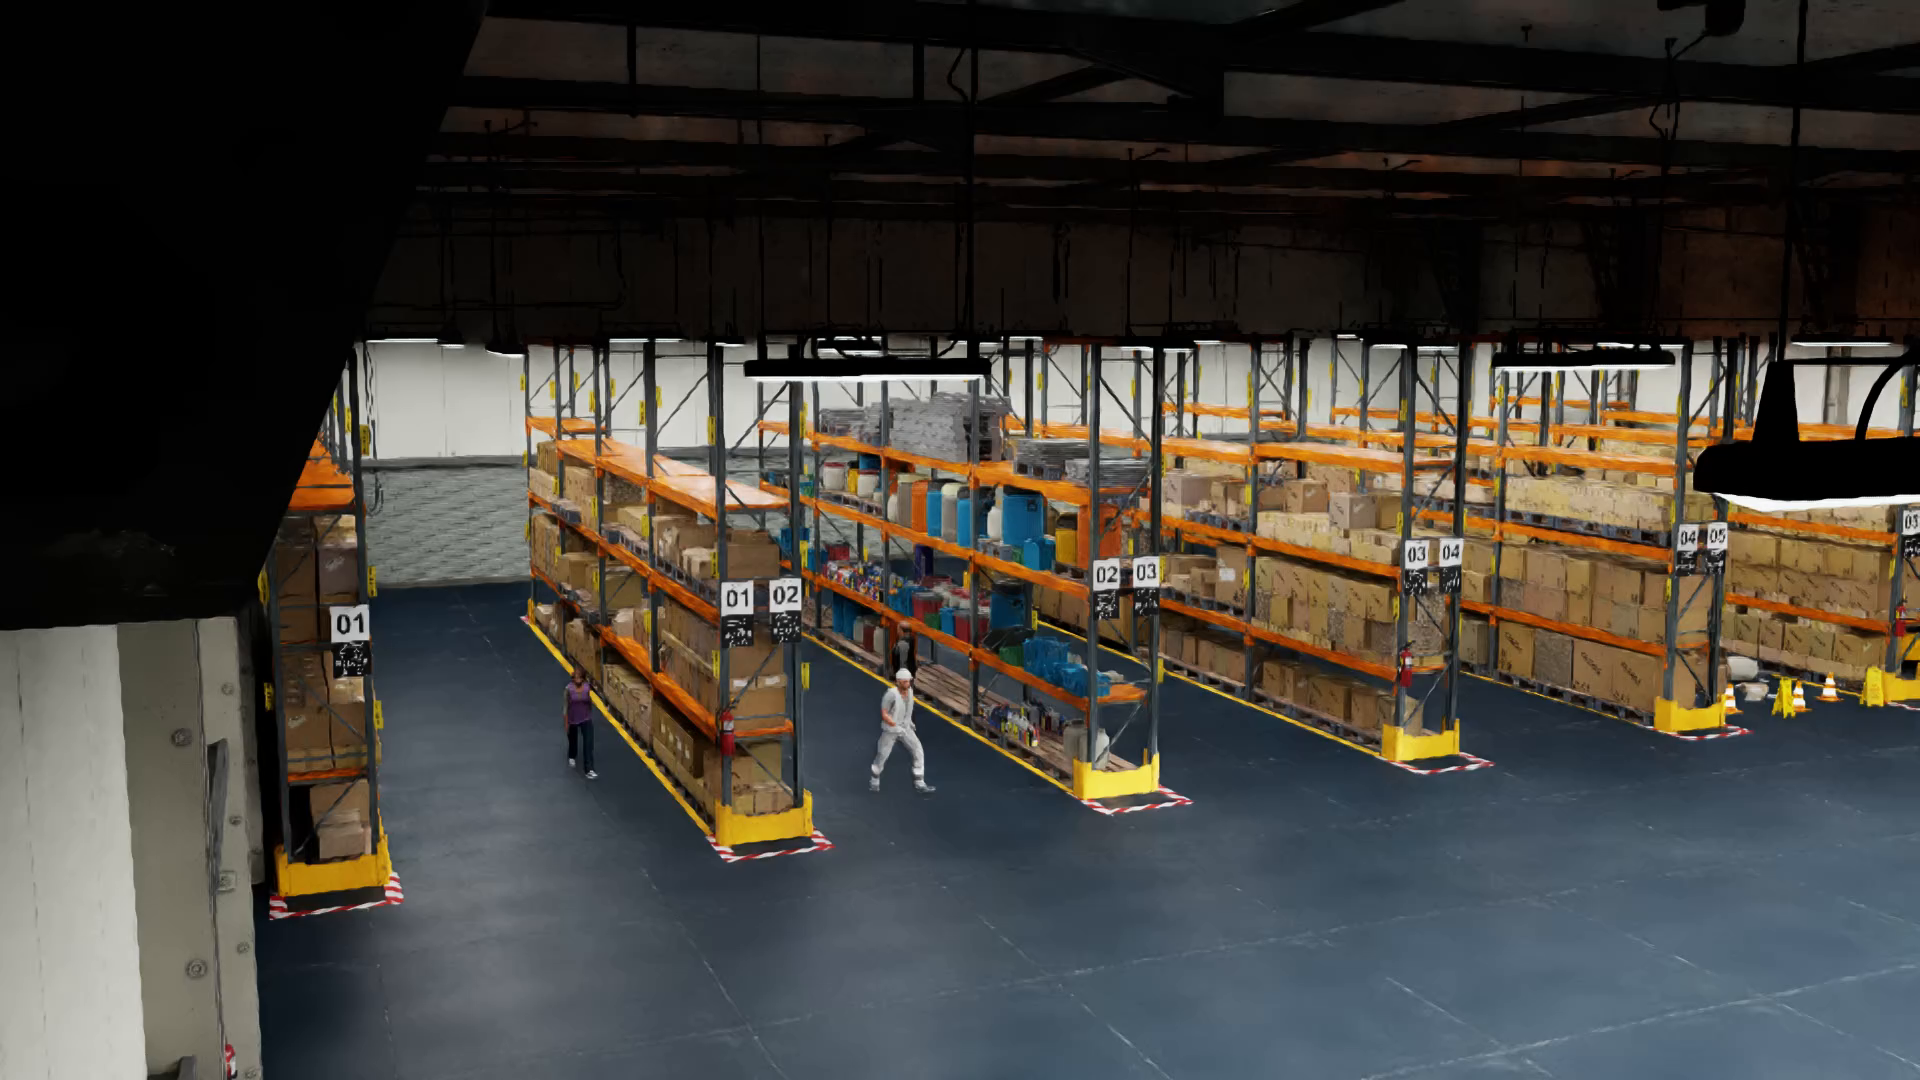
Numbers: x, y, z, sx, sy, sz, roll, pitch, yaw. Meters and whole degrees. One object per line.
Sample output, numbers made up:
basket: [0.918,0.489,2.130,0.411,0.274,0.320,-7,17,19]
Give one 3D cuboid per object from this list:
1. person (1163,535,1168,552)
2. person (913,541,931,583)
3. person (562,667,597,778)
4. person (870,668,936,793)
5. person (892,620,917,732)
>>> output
person: [5.221,-0.240,43.277,0.517,1.663,0.540,2,8,14]
person: [-0.862,0.223,40.142,0.534,1.554,0.935,0,8,-1]
person: [-5.315,2.506,23.135,0.417,1.504,1.037,-3,8,-20]
person: [-0.822,2.529,22.185,0.686,1.716,0.835,-6,10,-38]
person: [-0.898,2.124,25.530,0.493,1.635,0.577,1,8,7]
